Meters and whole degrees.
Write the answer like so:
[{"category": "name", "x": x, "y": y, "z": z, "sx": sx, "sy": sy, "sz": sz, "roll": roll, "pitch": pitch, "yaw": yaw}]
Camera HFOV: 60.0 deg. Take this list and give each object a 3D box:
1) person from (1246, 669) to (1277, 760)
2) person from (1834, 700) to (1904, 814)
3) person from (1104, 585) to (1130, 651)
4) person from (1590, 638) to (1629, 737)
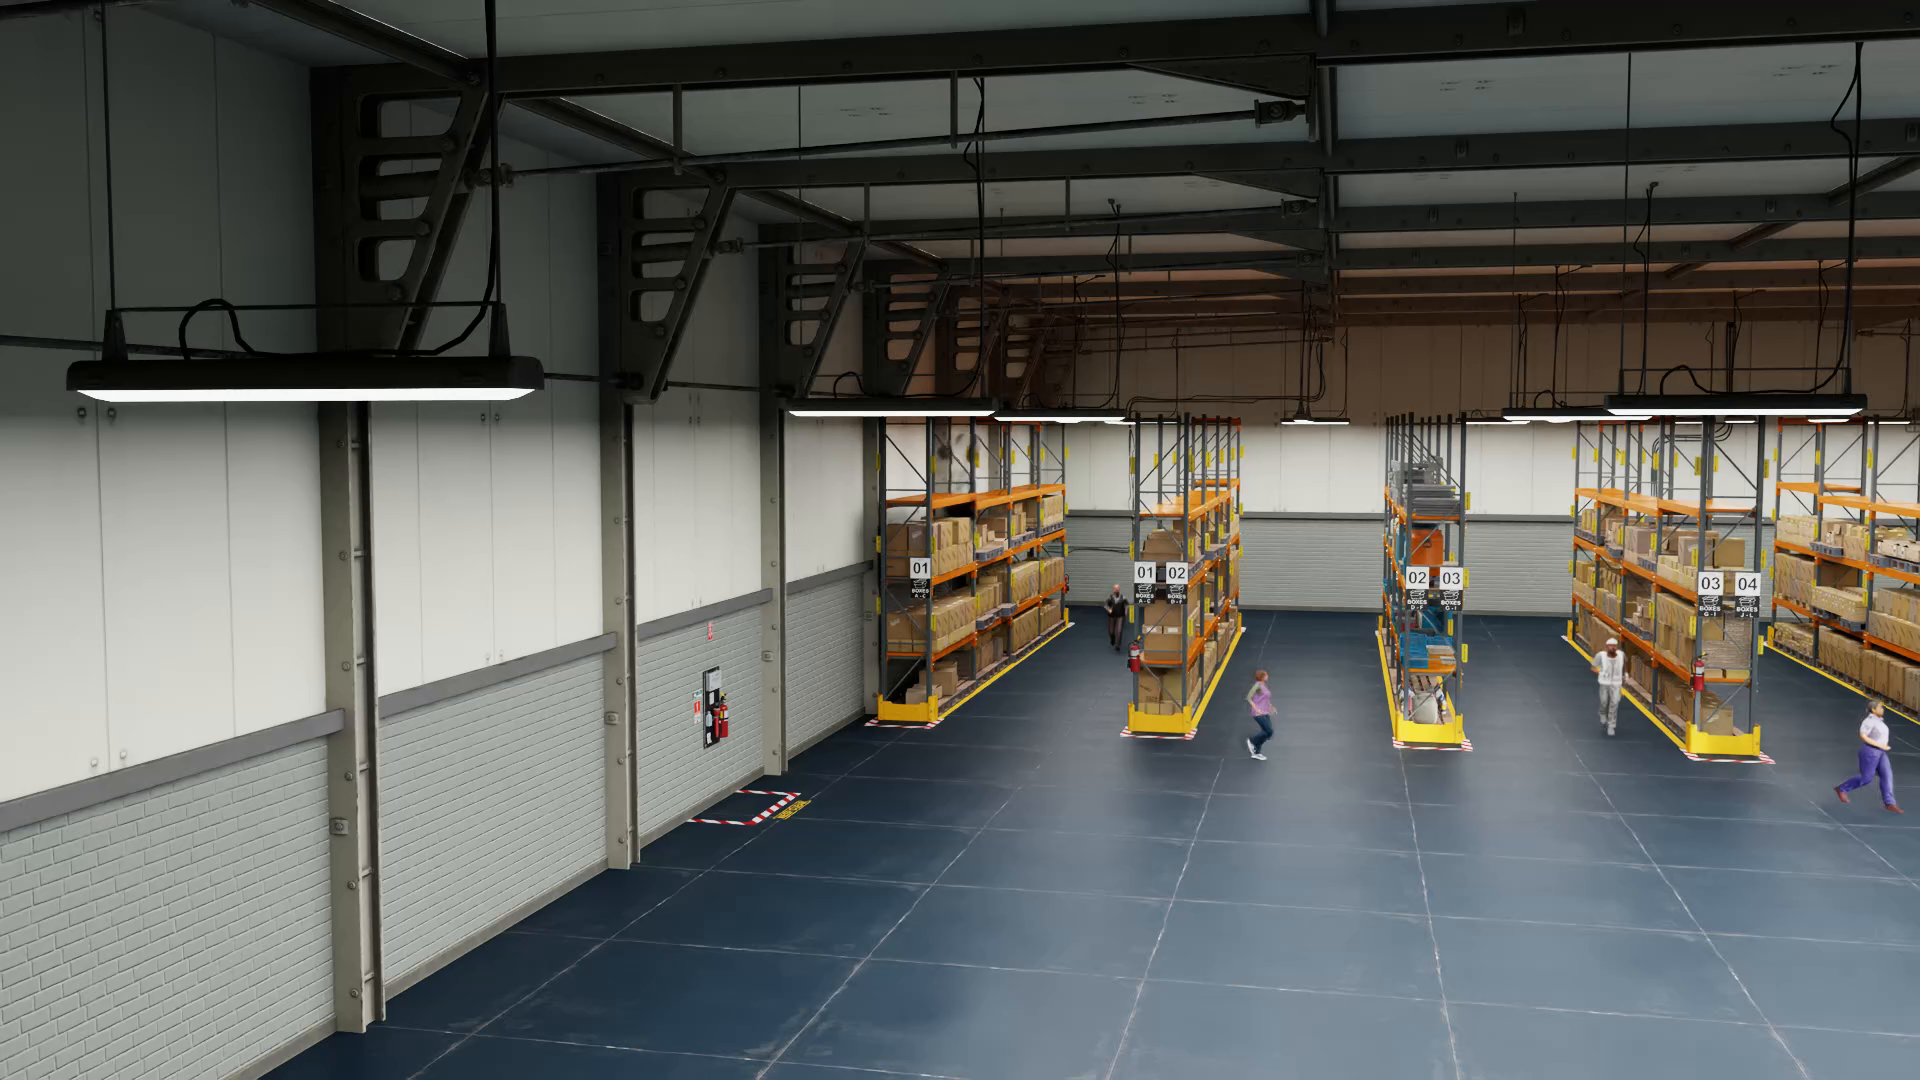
[{"category": "person", "x": 5.193, "y": 3.011, "z": 28.666, "sx": 0.486, "sy": 1.563, "sz": 0.543, "roll": 2, "pitch": 5, "yaw": 32}, {"category": "person", "x": 13.676, "y": 3.218, "z": 24.897, "sx": 0.643, "sy": 1.640, "sz": 0.959, "roll": -3, "pitch": 5, "yaw": -40}, {"category": "person", "x": 4.035, "y": 1.993, "z": 42.738, "sx": 0.669, "sy": 1.684, "sz": 0.760, "roll": 1, "pitch": 4, "yaw": 8}, {"category": "person", "x": 12.198, "y": 2.717, "z": 31.223, "sx": 0.710, "sy": 1.784, "sz": 1.050, "roll": 1, "pitch": 4, "yaw": 12}]
